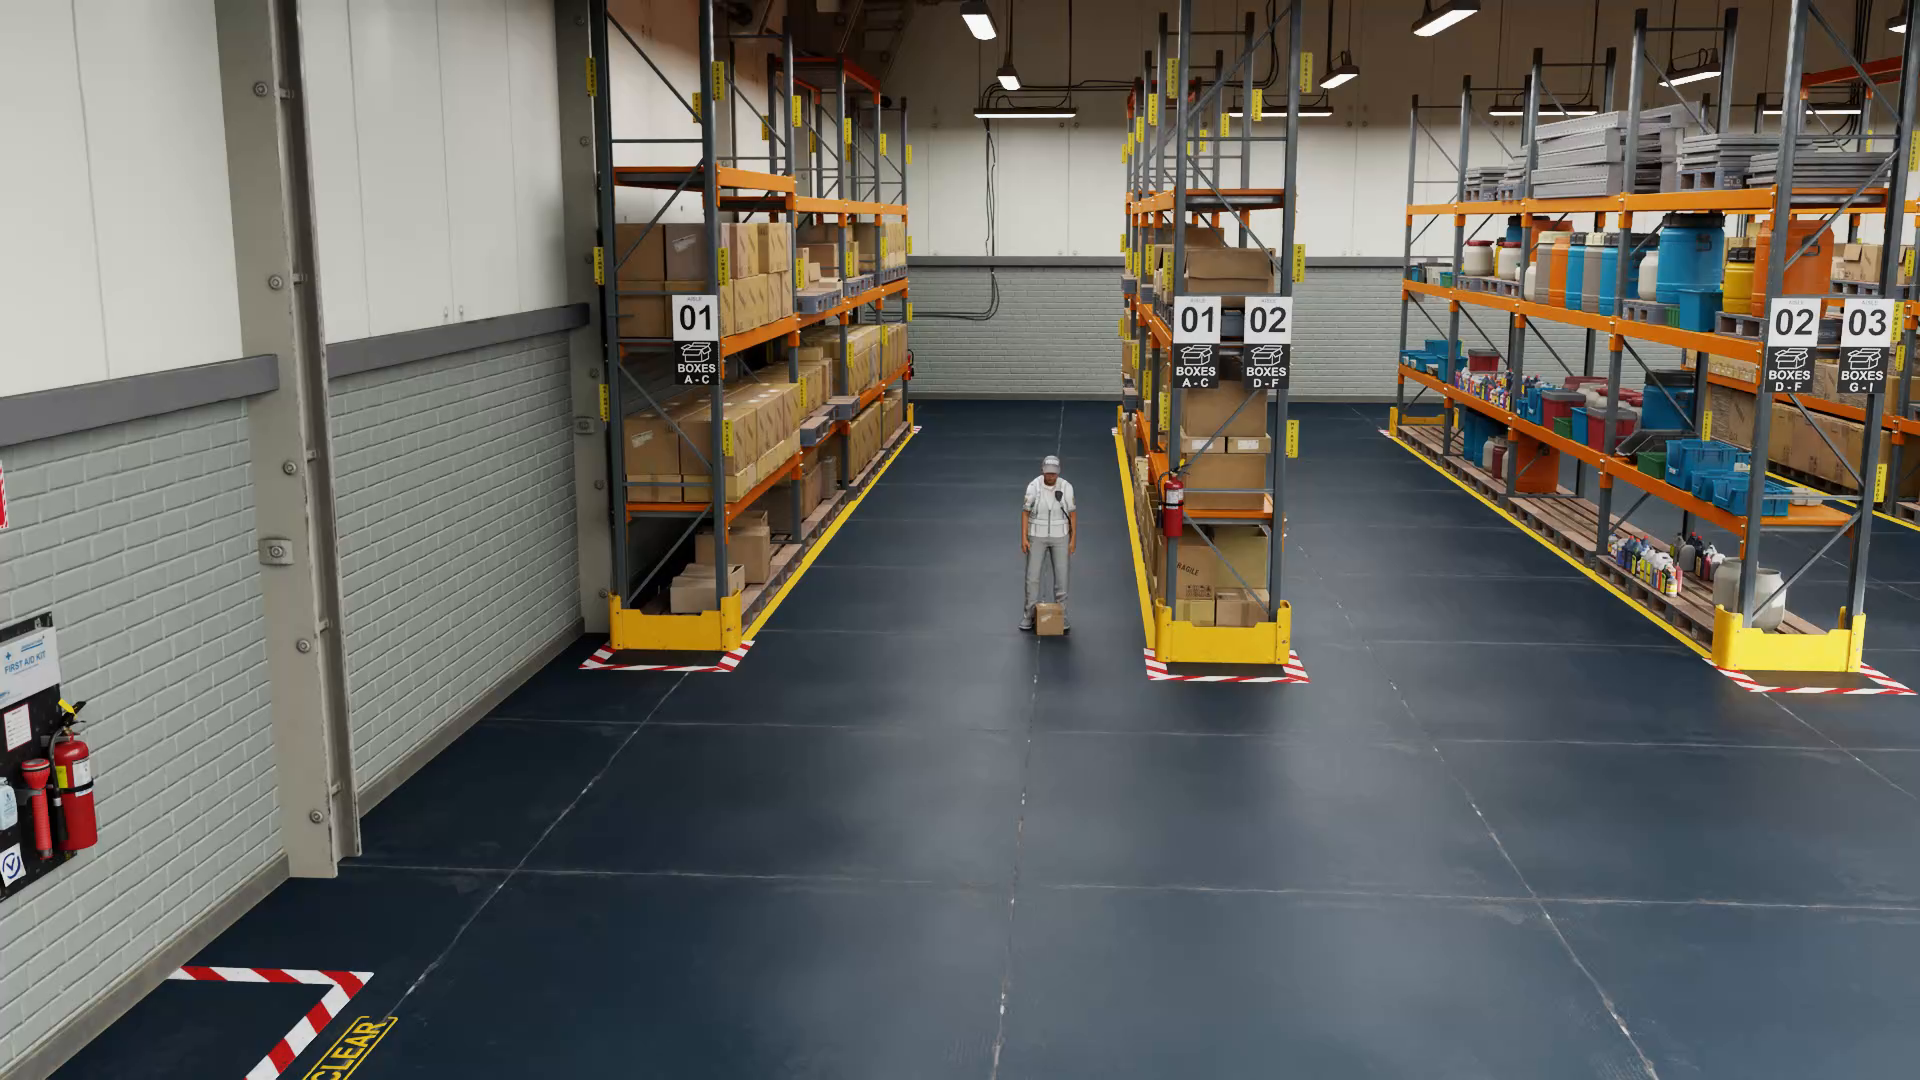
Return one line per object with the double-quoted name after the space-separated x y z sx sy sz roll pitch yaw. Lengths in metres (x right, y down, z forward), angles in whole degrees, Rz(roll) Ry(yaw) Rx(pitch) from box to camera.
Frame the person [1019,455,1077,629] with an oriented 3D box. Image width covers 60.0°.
0.839 0.012 15.846 0.539 1.666 0.465 1 11 3 "person"
